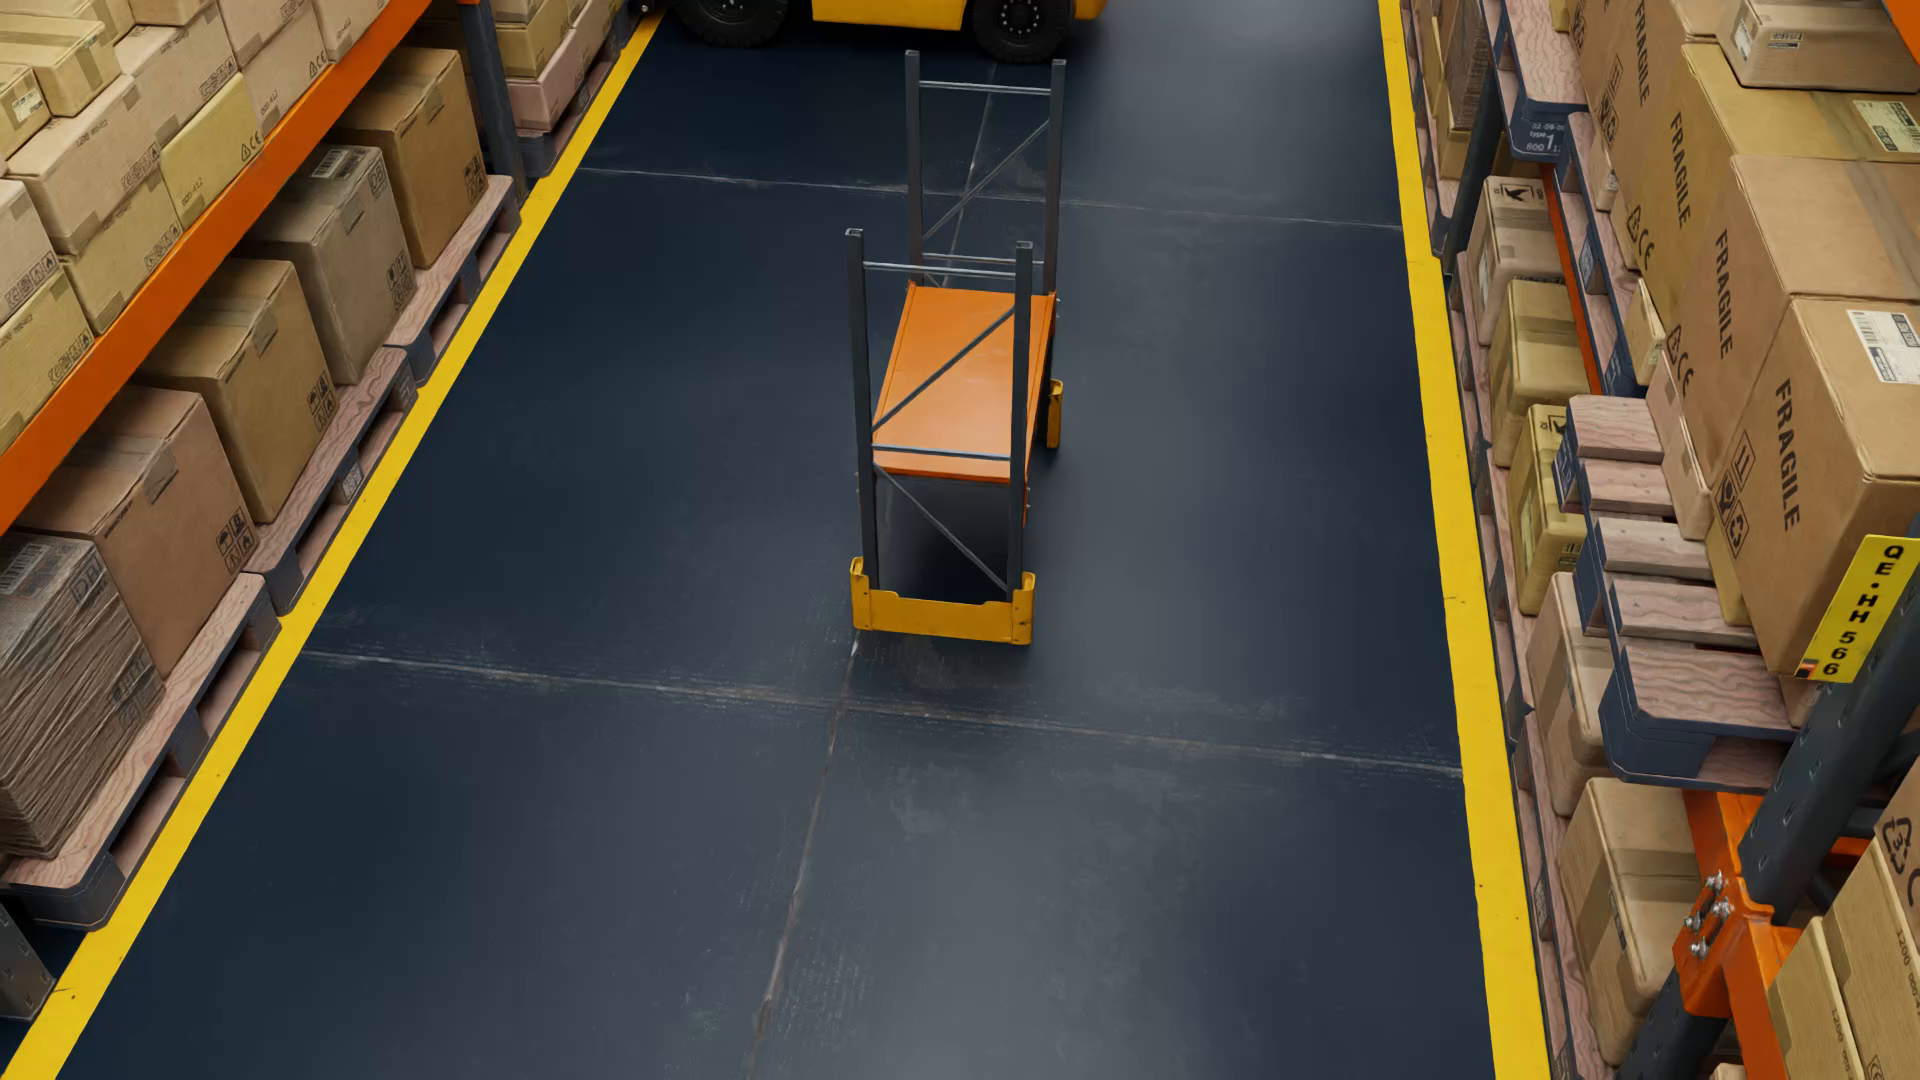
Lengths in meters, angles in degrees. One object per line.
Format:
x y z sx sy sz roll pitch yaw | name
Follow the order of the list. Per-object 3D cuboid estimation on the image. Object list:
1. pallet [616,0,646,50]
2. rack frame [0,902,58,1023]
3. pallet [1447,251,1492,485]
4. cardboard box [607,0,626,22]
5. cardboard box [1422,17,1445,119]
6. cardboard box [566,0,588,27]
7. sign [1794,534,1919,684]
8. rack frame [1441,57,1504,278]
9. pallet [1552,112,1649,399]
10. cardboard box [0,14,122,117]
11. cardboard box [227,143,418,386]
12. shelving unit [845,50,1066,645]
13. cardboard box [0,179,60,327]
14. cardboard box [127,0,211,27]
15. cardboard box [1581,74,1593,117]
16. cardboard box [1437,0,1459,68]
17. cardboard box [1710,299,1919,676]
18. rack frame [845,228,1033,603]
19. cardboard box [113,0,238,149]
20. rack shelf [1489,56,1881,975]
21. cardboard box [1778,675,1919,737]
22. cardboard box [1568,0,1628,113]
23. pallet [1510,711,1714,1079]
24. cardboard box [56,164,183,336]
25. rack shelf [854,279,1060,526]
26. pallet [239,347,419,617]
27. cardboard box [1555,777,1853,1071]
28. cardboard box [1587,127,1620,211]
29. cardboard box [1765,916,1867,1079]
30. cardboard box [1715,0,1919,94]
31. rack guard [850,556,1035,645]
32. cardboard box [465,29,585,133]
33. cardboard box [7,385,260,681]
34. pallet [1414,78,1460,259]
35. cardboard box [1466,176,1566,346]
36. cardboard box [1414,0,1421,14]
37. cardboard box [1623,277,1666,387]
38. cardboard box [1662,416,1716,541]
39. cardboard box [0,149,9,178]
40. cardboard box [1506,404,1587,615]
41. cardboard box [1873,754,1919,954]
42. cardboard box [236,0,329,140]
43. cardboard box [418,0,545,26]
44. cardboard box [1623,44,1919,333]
-2.105 -2.984 8.748 1.003 0.211 1.213 5 44 6 | pallet
-2.939 0.101 3.461 1.000 3.000 0.127 5 44 6 | rack frame
2.409 -0.633 6.265 1.003 0.211 1.213 5 44 6 | pallet
-1.914 -2.777 8.196 0.500 0.250 0.500 6 44 6 | cardboard box
2.383 -2.121 7.503 0.500 0.250 0.500 4 44 4 | cardboard box
-1.976 -2.605 7.651 0.500 0.250 0.500 5 44 5 | cardboard box
1.442 0.115 2.662 0.100 0.325 0.005 5 44 6 | sign
2.510 -2.176 5.867 1.000 3.000 0.127 5 44 6 | rack frame
2.203 -0.733 4.482 1.003 0.211 1.213 5 44 6 | pallet
-2.445 -1.242 4.335 0.380 0.149 0.250 6 44 6 | cardboard box
-2.578 -1.030 6.078 0.875 0.625 0.625 5 44 5 | cardboard box
0.010 -0.597 5.289 0.587 1.500 1.083 5 44 6 | shelving unit
-2.571 -0.647 3.997 0.500 0.250 0.500 7 44 7 | cardboard box
-2.333 -1.582 4.695 0.380 0.149 0.250 4 44 4 | cardboard box
2.045 -1.348 4.870 0.380 0.149 0.250 6 44 6 | cardboard box
2.388 -2.377 7.228 0.500 0.500 0.500 6 44 6 | cardboard box
1.766 -0.082 3.060 0.500 0.500 0.500 4 44 4 | cardboard box
-0.056 -0.256 4.930 0.500 1.500 0.032 5 44 6 | rack frame
-2.441 -1.353 4.742 0.500 0.250 0.500 6 44 6 | cardboard box
2.246 -0.552 4.674 1.077 0.370 4.000 5 44 6 | rack shelf
1.792 0.244 3.188 0.380 0.149 0.250 7 44 7 | cardboard box
2.019 -1.502 4.560 0.500 0.500 0.500 5 44 5 | cardboard box
2.086 1.030 4.509 1.003 0.211 1.213 5 44 6 | pallet
-2.506 -0.818 4.542 0.500 0.250 0.500 4 44 4 | cardboard box
0.011 -0.472 5.419 0.538 0.185 1.000 5 44 6 | rack shelf
-2.628 -0.273 5.884 1.003 0.211 1.213 5 44 6 | pallet
2.066 0.968 4.152 0.950 0.372 0.625 3 43 3 | cardboard box
1.924 -1.004 4.506 0.380 0.149 0.250 7 44 7 | cardboard box
1.667 0.915 2.711 0.500 0.250 0.500 5 44 5 | cardboard box
1.918 -1.123 3.688 0.380 0.149 0.250 3 44 4 | cardboard box
-0.056 0.197 5.360 0.587 0.250 0.087 5 44 6 | rack guard
-2.018 -2.078 7.458 0.500 0.250 0.500 6 44 6 | cardboard box
-2.765 -0.059 5.052 0.875 0.625 0.625 7 44 7 | cardboard box
2.564 -1.624 7.312 1.003 0.211 1.213 5 44 6 | pallet
2.443 -1.017 6.248 0.950 0.372 0.625 6 44 6 | cardboard box
2.524 -2.811 8.232 0.500 0.250 0.500 8 44 8 | cardboard box
1.808 -0.481 3.953 0.380 0.149 0.250 6 44 6 | cardboard box
1.744 -0.121 3.574 0.380 0.149 0.250 5 44 5 | cardboard box
-2.540 -0.900 3.974 0.380 0.149 0.250 6 44 6 | cardboard box
2.262 -0.052 5.230 0.950 0.372 0.625 7 44 7 | cardboard box
1.674 0.464 2.278 0.500 0.500 0.500 4 44 4 | cardboard box
-2.375 -1.524 5.287 0.500 0.250 0.500 5 44 6 | cardboard box
-2.035 -2.443 7.116 0.500 0.250 0.500 5 44 5 | cardboard box
1.889 -0.779 3.797 0.500 0.500 0.500 3 43 3 | cardboard box
